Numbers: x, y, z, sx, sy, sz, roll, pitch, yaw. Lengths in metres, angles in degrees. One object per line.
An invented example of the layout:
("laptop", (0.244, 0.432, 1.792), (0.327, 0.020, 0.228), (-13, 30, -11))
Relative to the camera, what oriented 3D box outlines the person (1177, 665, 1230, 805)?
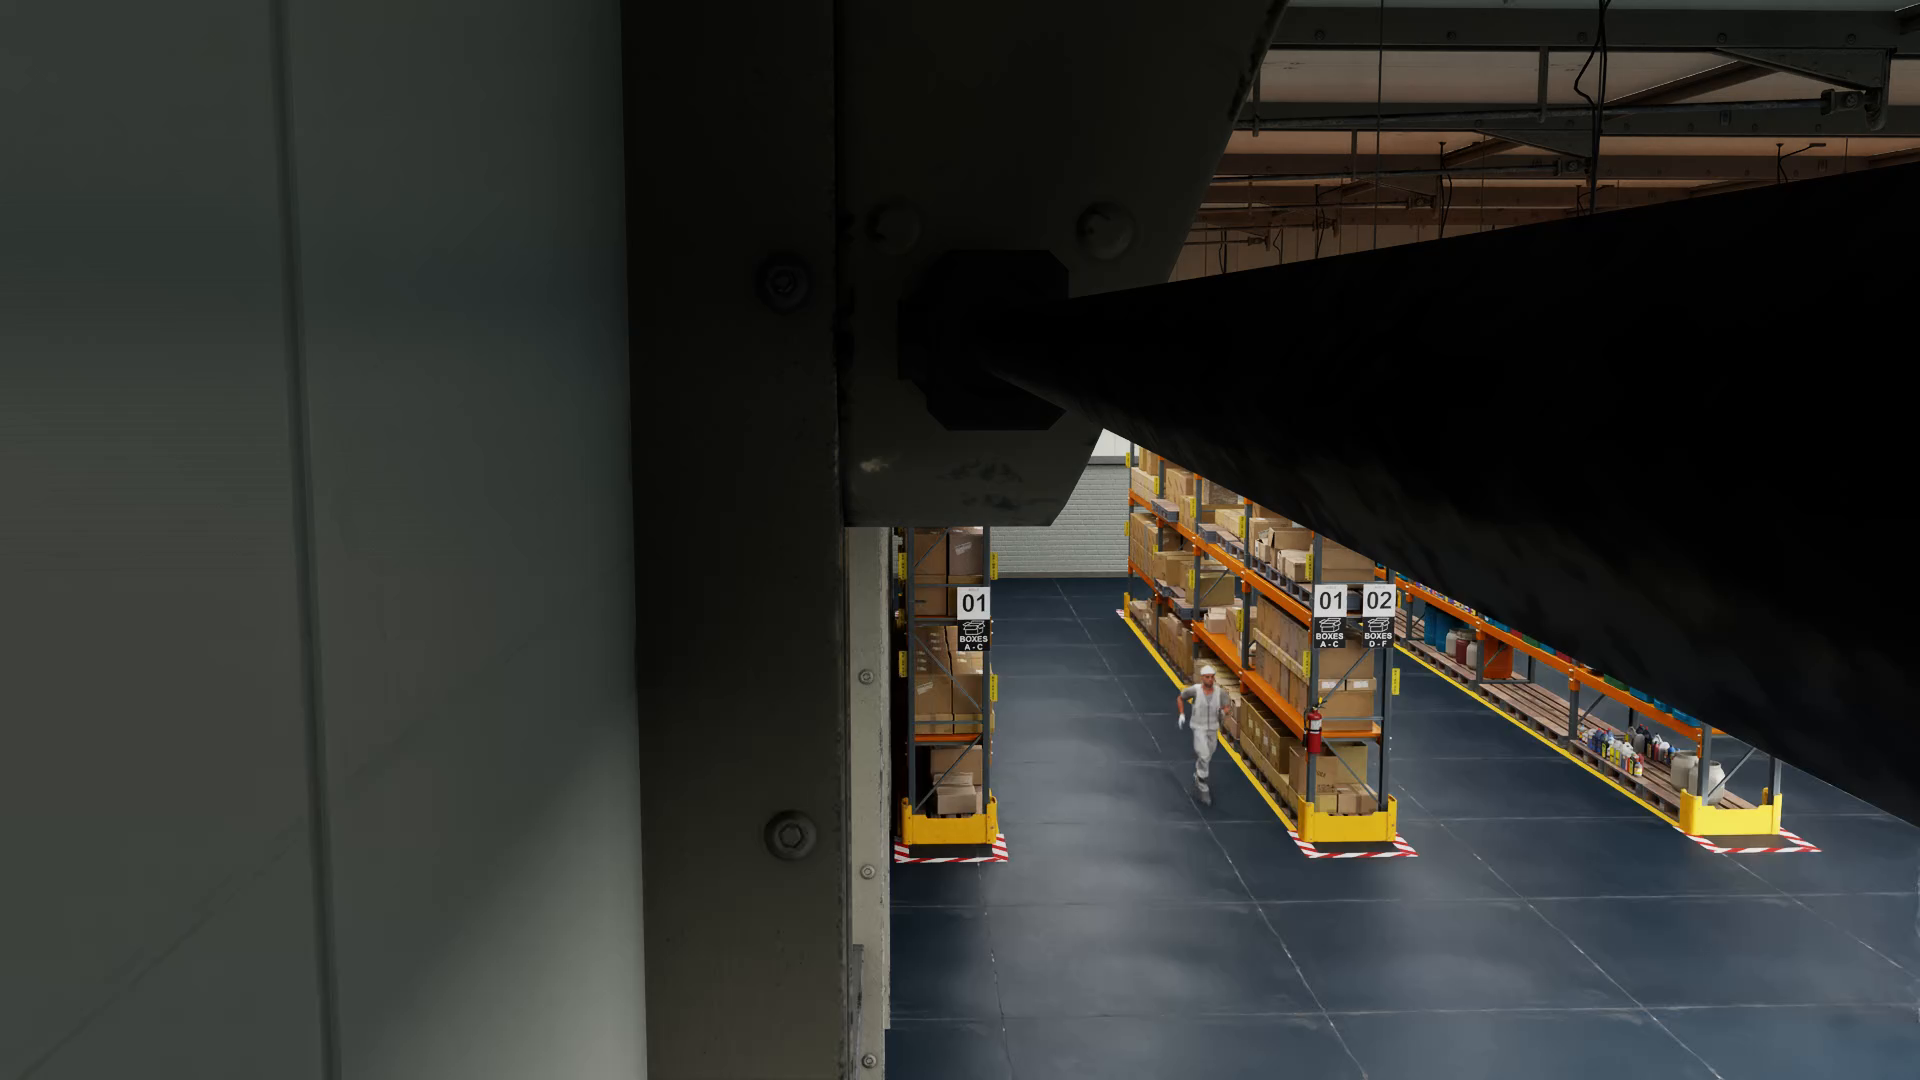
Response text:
("person", (3.291, 2.583, 22.354), (0.643, 1.844, 0.876), (-2, 8, -14))
